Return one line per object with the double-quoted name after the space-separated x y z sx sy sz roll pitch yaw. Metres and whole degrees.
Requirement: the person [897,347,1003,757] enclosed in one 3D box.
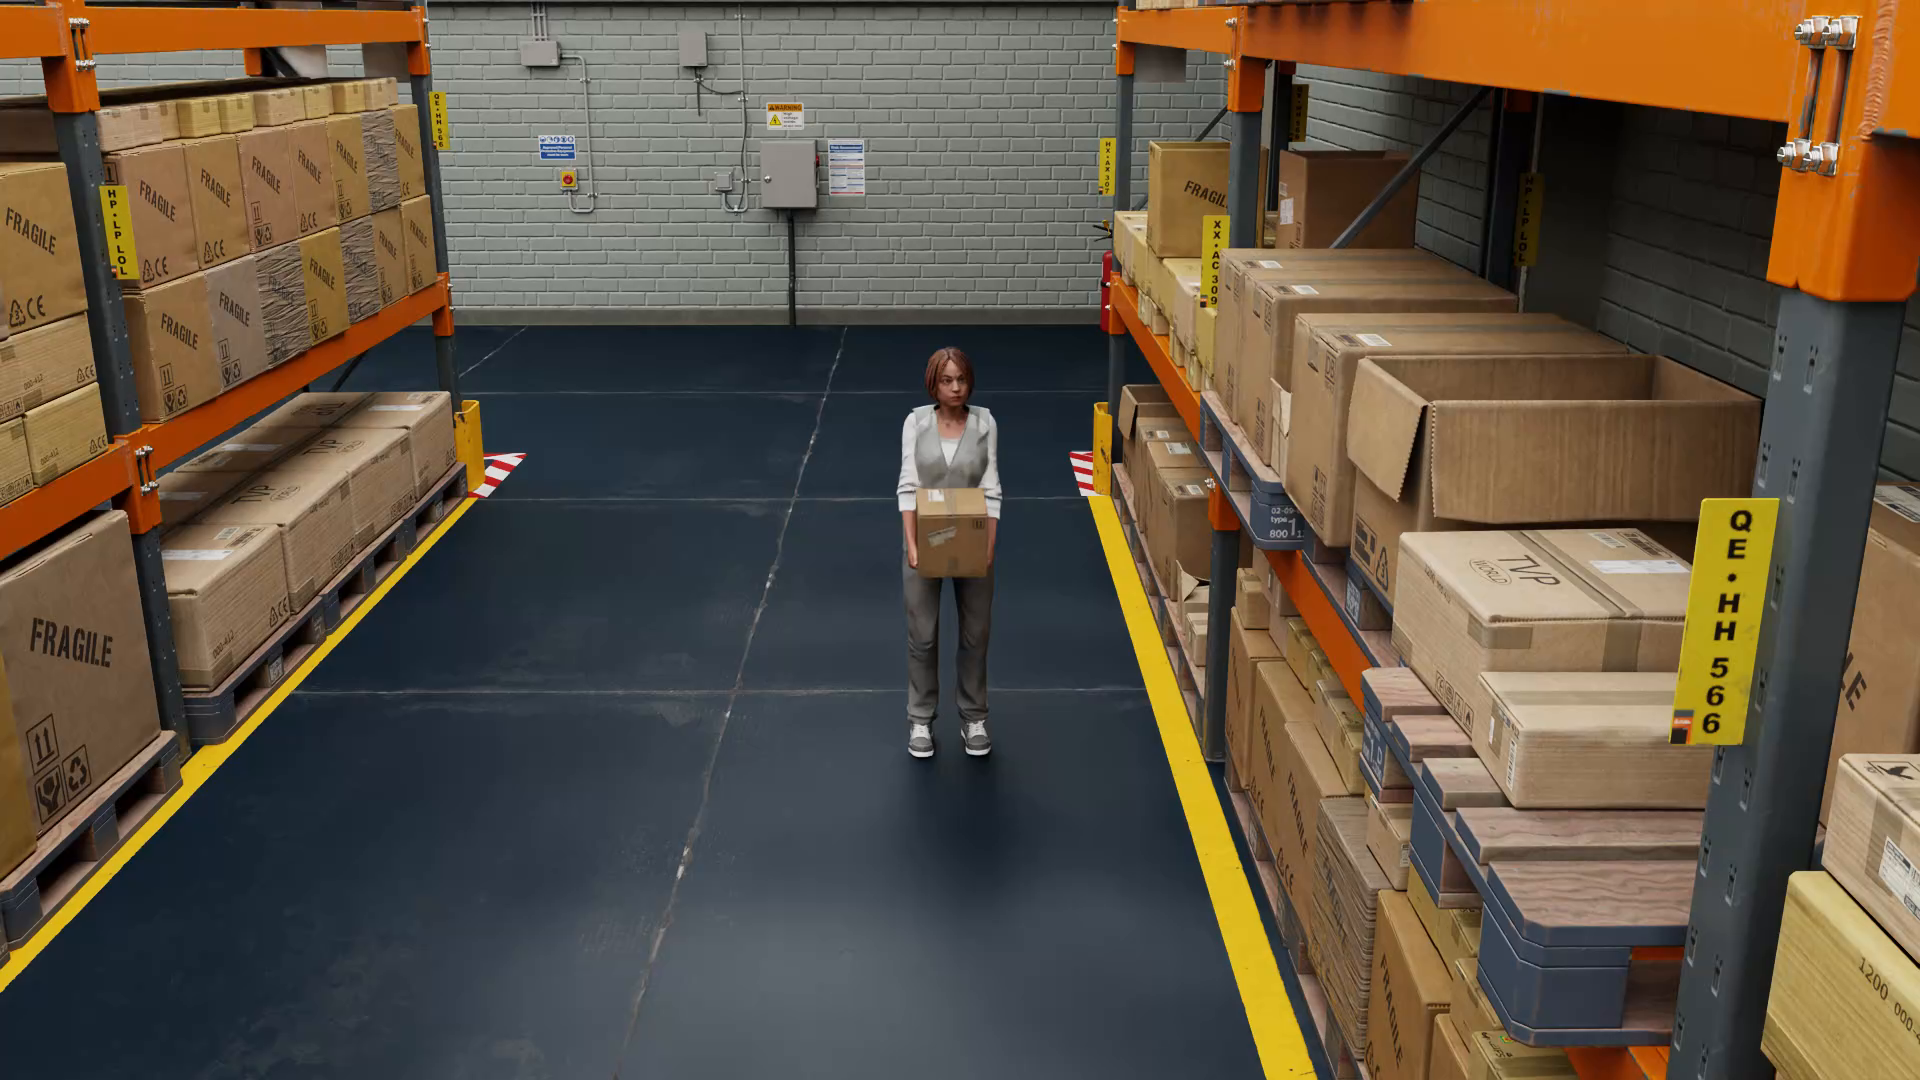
-0.039 0.076 6.329 0.397 1.597 0.496 -1 17 -3 "person"
